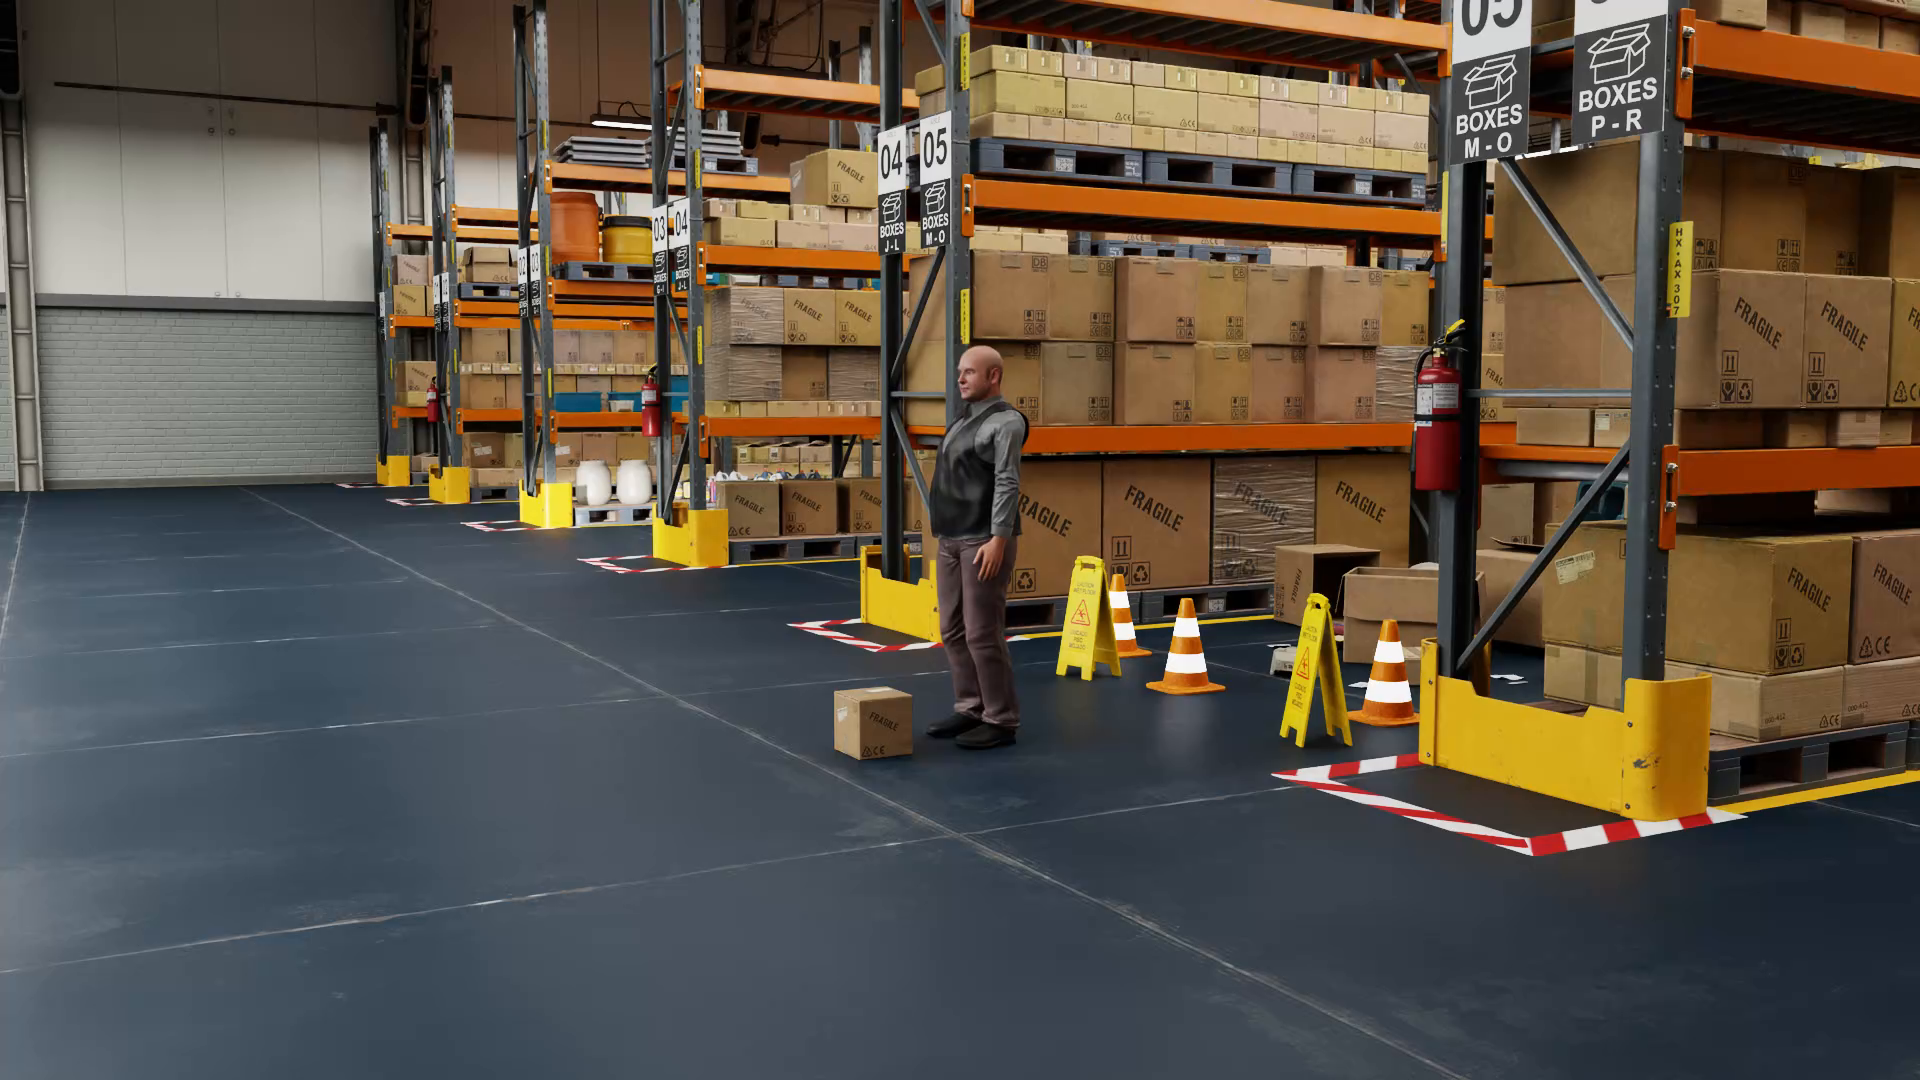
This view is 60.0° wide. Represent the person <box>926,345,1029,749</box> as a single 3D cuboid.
[{"bbox_3d":[0.072,0.024,7.168,0.360,1.714,0.532,-3,6,-27],"label":"person"}]
